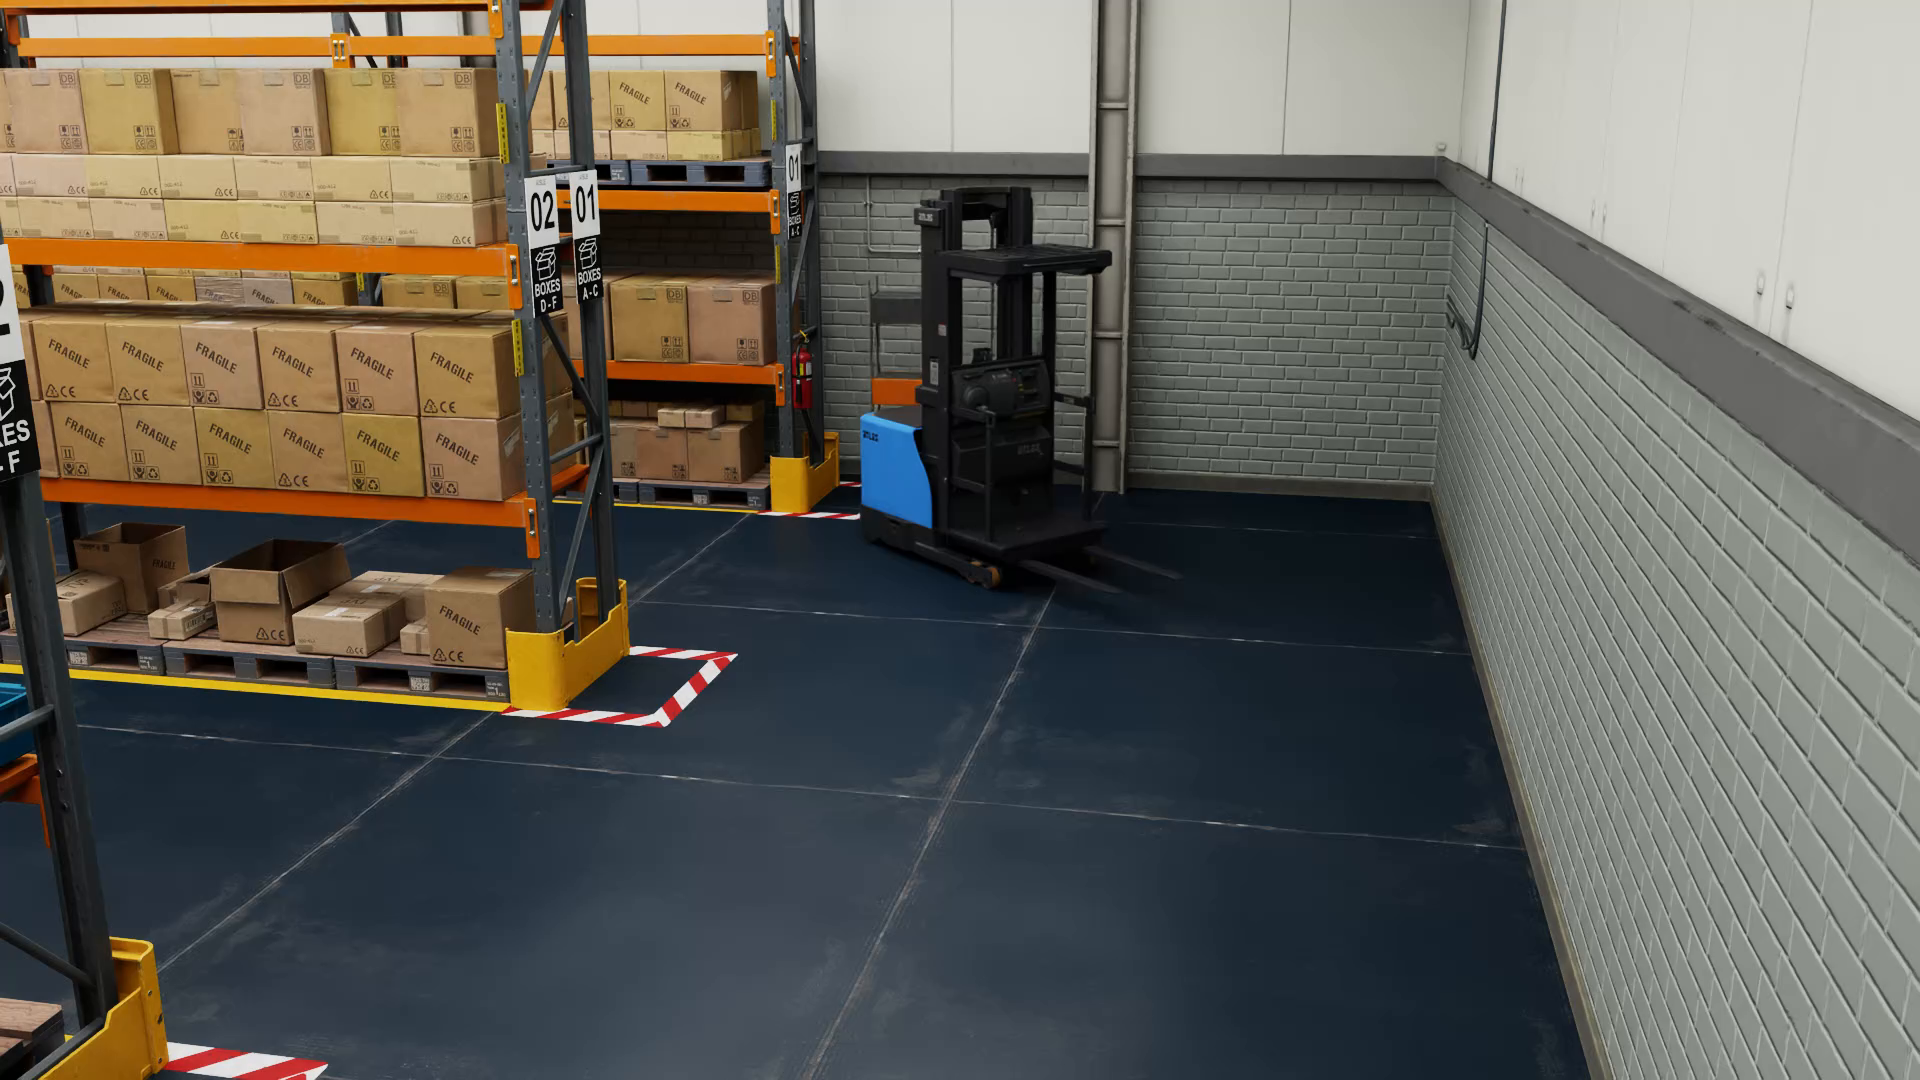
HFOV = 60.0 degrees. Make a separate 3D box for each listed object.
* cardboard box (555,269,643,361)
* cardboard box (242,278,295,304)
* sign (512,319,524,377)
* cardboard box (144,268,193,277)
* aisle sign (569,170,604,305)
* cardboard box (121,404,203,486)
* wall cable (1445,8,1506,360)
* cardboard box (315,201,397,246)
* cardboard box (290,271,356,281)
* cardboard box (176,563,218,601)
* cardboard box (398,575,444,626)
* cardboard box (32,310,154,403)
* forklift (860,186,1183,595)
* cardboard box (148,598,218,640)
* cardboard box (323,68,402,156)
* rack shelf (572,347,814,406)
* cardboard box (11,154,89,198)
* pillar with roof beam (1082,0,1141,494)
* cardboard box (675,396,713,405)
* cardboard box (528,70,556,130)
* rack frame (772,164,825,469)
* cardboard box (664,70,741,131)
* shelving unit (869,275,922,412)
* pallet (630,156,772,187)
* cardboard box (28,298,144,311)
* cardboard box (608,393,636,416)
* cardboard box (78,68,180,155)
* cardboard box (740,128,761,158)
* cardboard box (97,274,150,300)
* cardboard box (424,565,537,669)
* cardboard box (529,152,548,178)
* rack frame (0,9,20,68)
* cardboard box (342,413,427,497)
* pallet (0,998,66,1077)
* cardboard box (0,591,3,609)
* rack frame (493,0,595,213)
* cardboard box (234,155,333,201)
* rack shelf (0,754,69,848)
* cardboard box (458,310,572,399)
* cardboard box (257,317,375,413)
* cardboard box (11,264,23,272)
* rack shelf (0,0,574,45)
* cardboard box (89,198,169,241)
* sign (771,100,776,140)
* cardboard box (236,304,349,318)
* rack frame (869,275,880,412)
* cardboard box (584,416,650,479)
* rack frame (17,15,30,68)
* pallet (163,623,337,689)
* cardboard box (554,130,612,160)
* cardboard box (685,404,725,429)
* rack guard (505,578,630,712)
[{"bbox_3d":[-3.407,-2.091,15.360,0.700,0.700,0.980,2,16,8],"label":"cardboard box"},{"bbox_3d":[-6.369,-2.240,15.678,0.500,0.500,0.500,3,16,12],"label":"cardboard box"},{"bbox_3d":[-2.559,-1.113,9.631,0.005,0.325,0.100,3,16,11],"label":"sign"},{"bbox_3d":[-7.372,-2.660,15.790,0.500,0.250,0.500,3,16,10],"label":"cardboard box"},{"bbox_3d":[-2.303,-1.873,10.265,0.004,0.787,0.394,3,16,11],"label":"aisle sign"},{"bbox_3d":[-4.911,-0.656,10.554,0.500,0.500,0.500,3,16,11],"label":"cardboard box"},{"bbox_3d":[4.026,-2.843,13.217,0.112,2.526,3.097,3,16,11],"label":"wall cable"},{"bbox_3d":[-3.472,-1.908,9.924,0.500,0.250,0.500,3,16,11],"label":"cardboard box"},{"bbox_3d":[-5.874,-2.576,15.487,0.500,0.250,0.500,4,16,12],"label":"cardboard box"},{"bbox_3d":[-4.999,0.320,11.431,0.500,0.311,0.500,3,16,11],"label":"cardboard box"},{"bbox_3d":[-3.395,0.436,11.125,0.500,0.250,0.500,3,16,11],"label":"cardboard box"},{"bbox_3d":[-5.437,-1.164,10.514,0.500,0.500,0.500,3,16,9],"label":"cardboard box"},{"bbox_3d":[0.453,-1.191,12.800,1.130,2.935,3.031,-12,19,-36],"label":"forklift"},{"bbox_3d":[-5.130,0.516,10.994,0.250,0.166,0.380,3,16,11],"label":"cardboard box"},{"bbox_3d":[-3.408,-2.594,10.060,0.500,0.500,0.700,3,16,11],"label":"cardboard box"},{"bbox_3d":[-3.405,-1.603,15.507,4.000,0.370,1.077,3,16,11],"label":"rack shelf"},{"bbox_3d":[-5.431,-2.257,10.247,0.500,0.250,0.500,3,16,11],"label":"cardboard box"},{"bbox_3d":[0.515,-3.691,10.459,0.400,9.000,9.100,3,16,11],"label":"pillar with roof beam"},{"bbox_3d":[-2.485,-1.237,15.519,0.250,0.149,0.380,3,16,11],"label":"cardboard box"},{"bbox_3d":[-3.732,-3.879,14.661,0.500,0.500,0.500,3,16,11],"label":"cardboard box"},{"bbox_3d":[-1.445,-1.843,15.027,0.127,3.000,1.000,3,16,11],"label":"rack frame"},{"bbox_3d":[-2.217,-3.796,14.360,0.500,0.500,0.500,3,16,11],"label":"cardboard box"},{"bbox_3d":[-0.497,-1.225,14.481,0.503,2.100,0.431,2,16,6],"label":"shelving unit"},{"bbox_3d":[-2.174,-3.283,14.771,1.213,0.211,1.003,3,16,11],"label":"pallet"},{"bbox_3d":[-5.801,-1.331,11.117,0.500,0.500,0.500,3,16,11],"label":"cardboard box"},{"bbox_3d":[-3.231,-1.277,15.664,0.250,0.149,0.380,3,16,12],"label":"cardboard box"},{"bbox_3d":[-4.911,-2.631,10.191,0.500,0.500,0.700,3,16,11],"label":"cardboard box"},{"bbox_3d":[-2.112,-3.570,14.949,0.500,0.250,0.500,4,16,14],"label":"cardboard box"},{"bbox_3d":[-7.862,-2.320,15.967,0.500,0.500,0.500,3,16,11],"label":"cardboard box"},{"bbox_3d":[-3.010,0.481,10.495,0.500,0.500,0.500,3,16,11],"label":"cardboard box"},{"bbox_3d":[-2.880,-2.257,10.245,0.500,0.250,0.500,3,16,11],"label":"cardboard box"},{"bbox_3d":[-6.348,-3.651,10.315,0.127,3.000,1.000,3,16,11],"label":"rack frame"},{"bbox_3d":[-3.431,-0.575,10.260,0.500,0.500,0.500,3,16,12],"label":"cardboard box"},{"bbox_3d":[-4.220,2.038,6.238,1.213,0.211,1.003,3,16,11],"label":"pallet"},{"bbox_3d":[-6.889,0.281,11.215,0.500,0.500,0.500,3,16,11],"label":"cardboard box"},{"bbox_3d":[-2.429,-3.438,9.547,0.127,3.000,1.000,3,16,11],"label":"rack frame"},{"bbox_3d":[-3.962,-2.176,9.954,0.500,0.250,0.500,3,16,11],"label":"cardboard box"},{"bbox_3d":[-5.379,0.989,6.151,4.000,0.370,1.077,3,16,11],"label":"rack shelf"},{"bbox_3d":[-2.811,-1.170,10.535,0.500,0.500,0.500,4,16,13],"label":"cardboard box"},{"bbox_3d":[-3.924,-1.082,10.218,0.500,0.500,0.500,4,16,13],"label":"cardboard box"},{"bbox_3d":[-8.863,-2.738,16.071,0.500,0.250,0.500,3,16,12],"label":"cardboard box"},{"bbox_3d":[-4.388,-3.196,10.028,4.000,0.370,1.077,3,16,11],"label":"rack shelf"},{"bbox_3d":[-4.942,-1.988,10.211,0.500,0.250,0.500,3,16,11],"label":"cardboard box"},{"bbox_3d":[-1.567,-3.536,14.009,0.005,0.325,0.100,3,16,11],"label":"sign"},{"bbox_3d":[-4.312,-1.250,10.826,0.500,0.500,0.500,3,16,11],"label":"cardboard box"},{"bbox_3d":[-0.739,-1.232,14.508,0.015,2.100,0.400,2,16,6],"label":"rack frame"},{"bbox_3d":[-3.134,-0.905,15.536,0.500,0.500,0.700,3,16,9],"label":"cardboard box"},{"bbox_3d":[-9.285,-5.160,15.762,0.127,3.000,1.000,3,16,11],"label":"rack frame"},{"bbox_3d":[-4.476,0.685,11.123,1.213,0.211,1.003,3,16,11],"label":"pallet"},{"bbox_3d":[-3.237,-3.490,14.661,0.500,0.250,0.500,3,16,9],"label":"cardboard box"},{"bbox_3d":[-2.313,-1.124,15.110,0.250,0.149,0.380,3,16,10],"label":"cardboard box"},{"bbox_3d":[-2.503,0.654,10.696,0.348,0.500,1.175,3,16,11],"label":"rack guard"}]
